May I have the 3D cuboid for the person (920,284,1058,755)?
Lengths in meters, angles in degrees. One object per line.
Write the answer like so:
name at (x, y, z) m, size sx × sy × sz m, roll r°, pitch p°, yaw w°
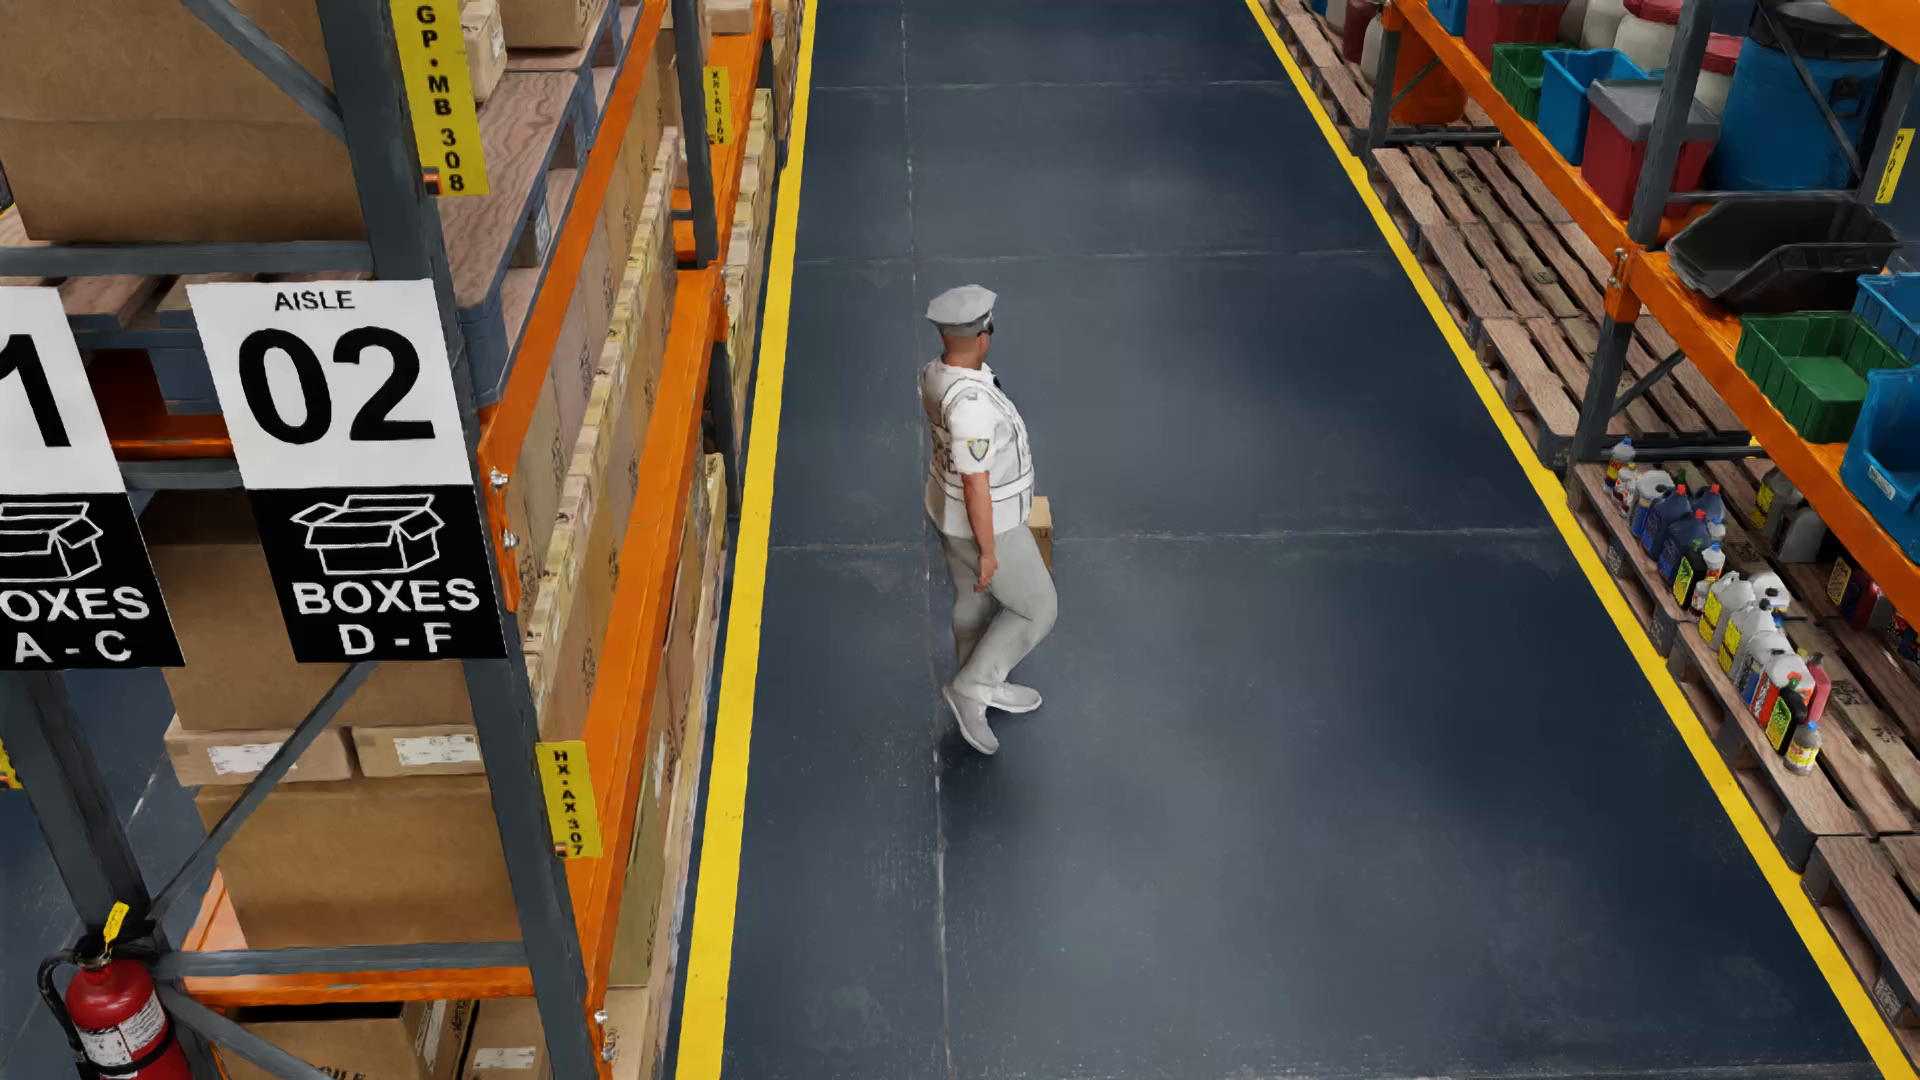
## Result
person at (0.102, -0.061, 6.218) m, size 0.450 × 1.749 × 0.706 m, roll -9°, pitch 36°, yaw -12°
